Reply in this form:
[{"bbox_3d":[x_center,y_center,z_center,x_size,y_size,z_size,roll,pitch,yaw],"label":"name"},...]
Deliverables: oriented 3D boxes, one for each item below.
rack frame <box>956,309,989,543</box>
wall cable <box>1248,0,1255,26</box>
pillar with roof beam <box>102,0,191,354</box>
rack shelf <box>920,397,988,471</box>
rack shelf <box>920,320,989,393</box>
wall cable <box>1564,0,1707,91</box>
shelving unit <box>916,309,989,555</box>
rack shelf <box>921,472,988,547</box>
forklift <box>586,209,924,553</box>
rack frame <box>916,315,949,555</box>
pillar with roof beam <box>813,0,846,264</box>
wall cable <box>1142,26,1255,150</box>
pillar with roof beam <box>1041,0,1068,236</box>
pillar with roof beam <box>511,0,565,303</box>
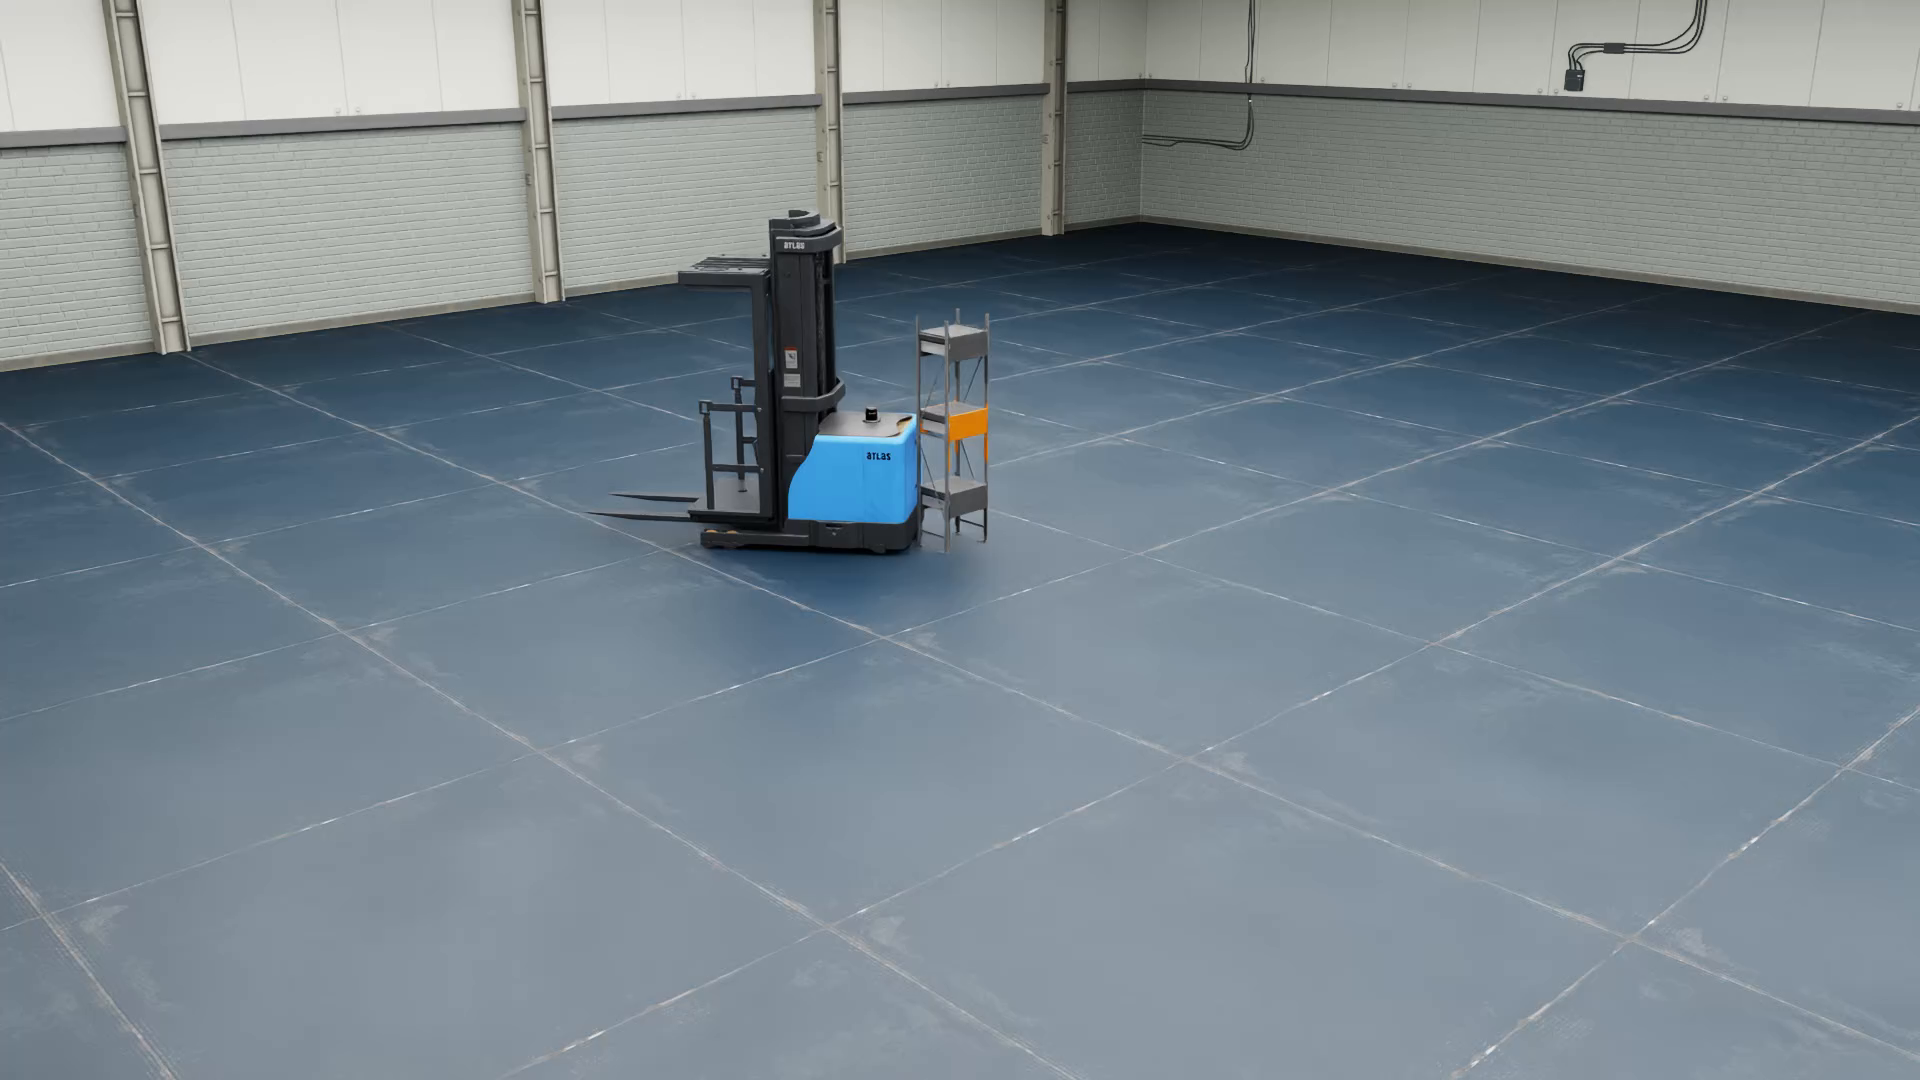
[{"bbox_3d":[0.108,-1.015,14.977,0.015,2.100,0.400,-17,24,-42],"label":"rack frame"},{"bbox_3d":[6.869,-11.413,32.707,0.112,2.526,3.097,-16,24,-41],"label":"wall cable"},{"bbox_3d":[-8.160,-5.987,19.126,0.400,9.000,9.100,-16,24,-41],"label":"pillar with roof beam"},{"bbox_3d":[-0.067,-0.950,14.819,0.480,0.518,0.431,-17,24,-42],"label":"rack shelf"},{"bbox_3d":[-0.067,-1.616,14.603,0.480,0.518,0.431,-17,24,-42],"label":"rack shelf"},{"bbox_3d":[11.522,-10.581,27.781,0.169,6.003,2.305,-16,24,-41],"label":"wall cable"},{"bbox_3d":[-0.067,-0.963,14.815,0.503,2.100,0.431,-17,24,-42],"label":"shelving unit"},{"bbox_3d":[-0.067,-0.284,15.035,0.480,0.518,0.431,-17,24,-42],"label":"rack shelf"},{"bbox_3d":[-1.899,-1.467,15.024,3.031,2.935,1.130,3,18,8],"label":"forklift"},{"bbox_3d":[-0.241,-0.910,14.653,0.015,2.100,0.400,-17,24,-42],"label":"rack frame"},{"bbox_3d":[0.560,-8.530,26.969,0.400,9.000,9.100,-16,24,-41],"label":"pillar with roof beam"},{"bbox_3d":[5.011,-9.617,35.356,0.112,2.526,3.097,-16,24,-41],"label":"wall cable"},{"bbox_3d":[4.919,-9.802,30.890,0.400,9.000,9.100,-16,24,-41],"label":"pillar with roof beam"},{"bbox_3d":[-3.800,-7.259,23.048,0.400,9.000,9.100,-16,24,-41],"label":"pillar with roof beam"}]
